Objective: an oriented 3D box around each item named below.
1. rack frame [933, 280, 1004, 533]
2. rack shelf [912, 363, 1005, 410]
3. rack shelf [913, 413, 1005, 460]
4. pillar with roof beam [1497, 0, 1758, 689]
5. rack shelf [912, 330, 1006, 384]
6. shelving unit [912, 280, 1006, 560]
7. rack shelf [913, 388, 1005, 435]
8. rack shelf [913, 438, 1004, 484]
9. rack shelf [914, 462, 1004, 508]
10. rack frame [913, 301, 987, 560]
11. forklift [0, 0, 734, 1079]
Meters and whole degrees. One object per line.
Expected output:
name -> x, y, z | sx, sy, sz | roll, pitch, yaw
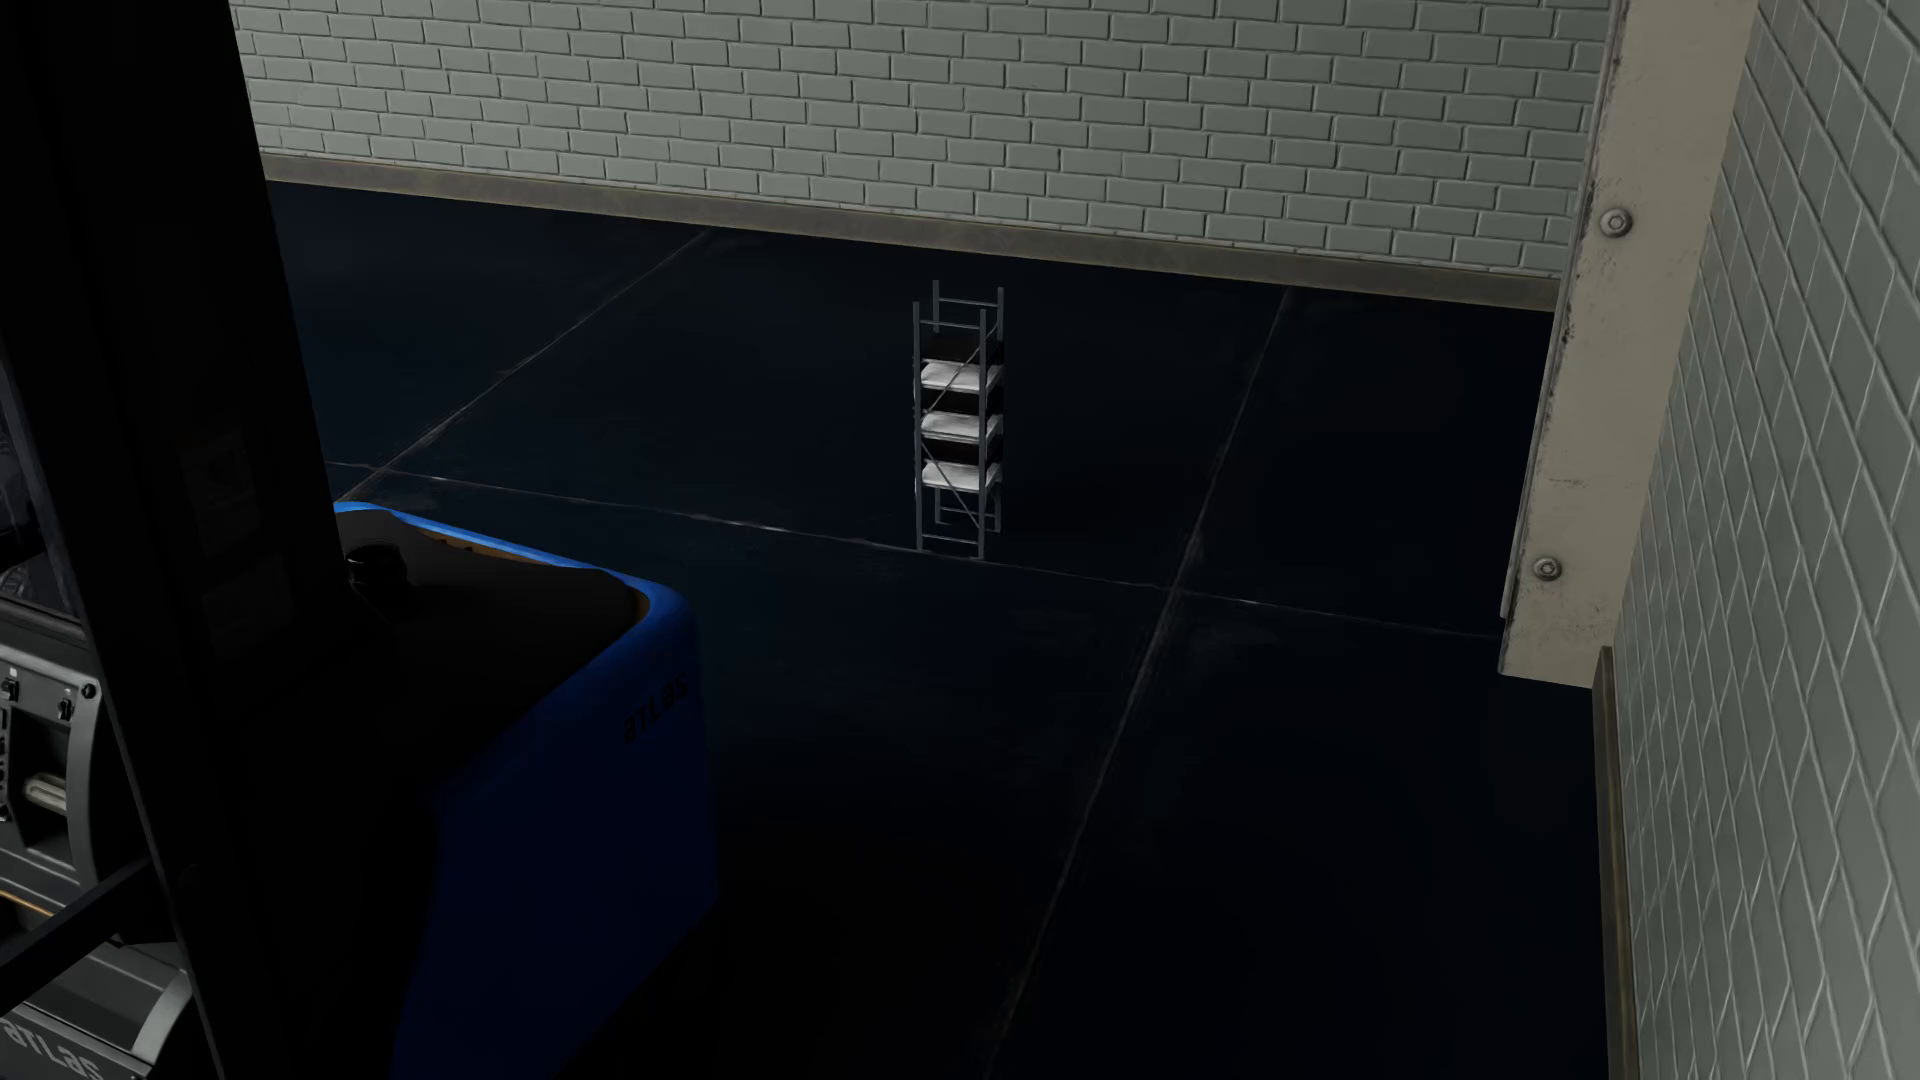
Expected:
rack frame -> 0.027, -0.437, 5.609 | 0.240, 0.900, 0.006 | 8, 30, 15
rack shelf -> -0.002, -0.518, 5.453 | 0.258, 0.077, 0.200 | 8, 30, 15
rack shelf -> -0.002, -0.360, 5.541 | 0.258, 0.077, 0.200 | 8, 30, 15
pillar with roof beam -> -2.286, -4.213, 4.067 | 9.100, 9.000, 0.400 | 8, 30, 15
rack shelf -> -0.002, -0.596, 5.409 | 0.258, 0.077, 0.200 | 8, 30, 15
shelving unit -> -0.002, -0.389, 5.524 | 0.258, 0.900, 0.210 | 8, 30, 15
rack shelf -> -0.002, -0.439, 5.497 | 0.258, 0.077, 0.200 | 8, 30, 15
rack shelf -> -0.002, -0.282, 5.584 | 0.258, 0.077, 0.200 | 8, 30, 15
rack shelf -> -0.002, -0.203, 5.628 | 0.258, 0.077, 0.200 | 8, 30, 15
rack frame -> -0.032, -0.342, 5.440 | 0.240, 0.900, 0.006 | 8, 30, 15
forklift -> -1.631, 0.296, 2.203 | 1.130, 2.935, 3.031 | 14, 32, 23
